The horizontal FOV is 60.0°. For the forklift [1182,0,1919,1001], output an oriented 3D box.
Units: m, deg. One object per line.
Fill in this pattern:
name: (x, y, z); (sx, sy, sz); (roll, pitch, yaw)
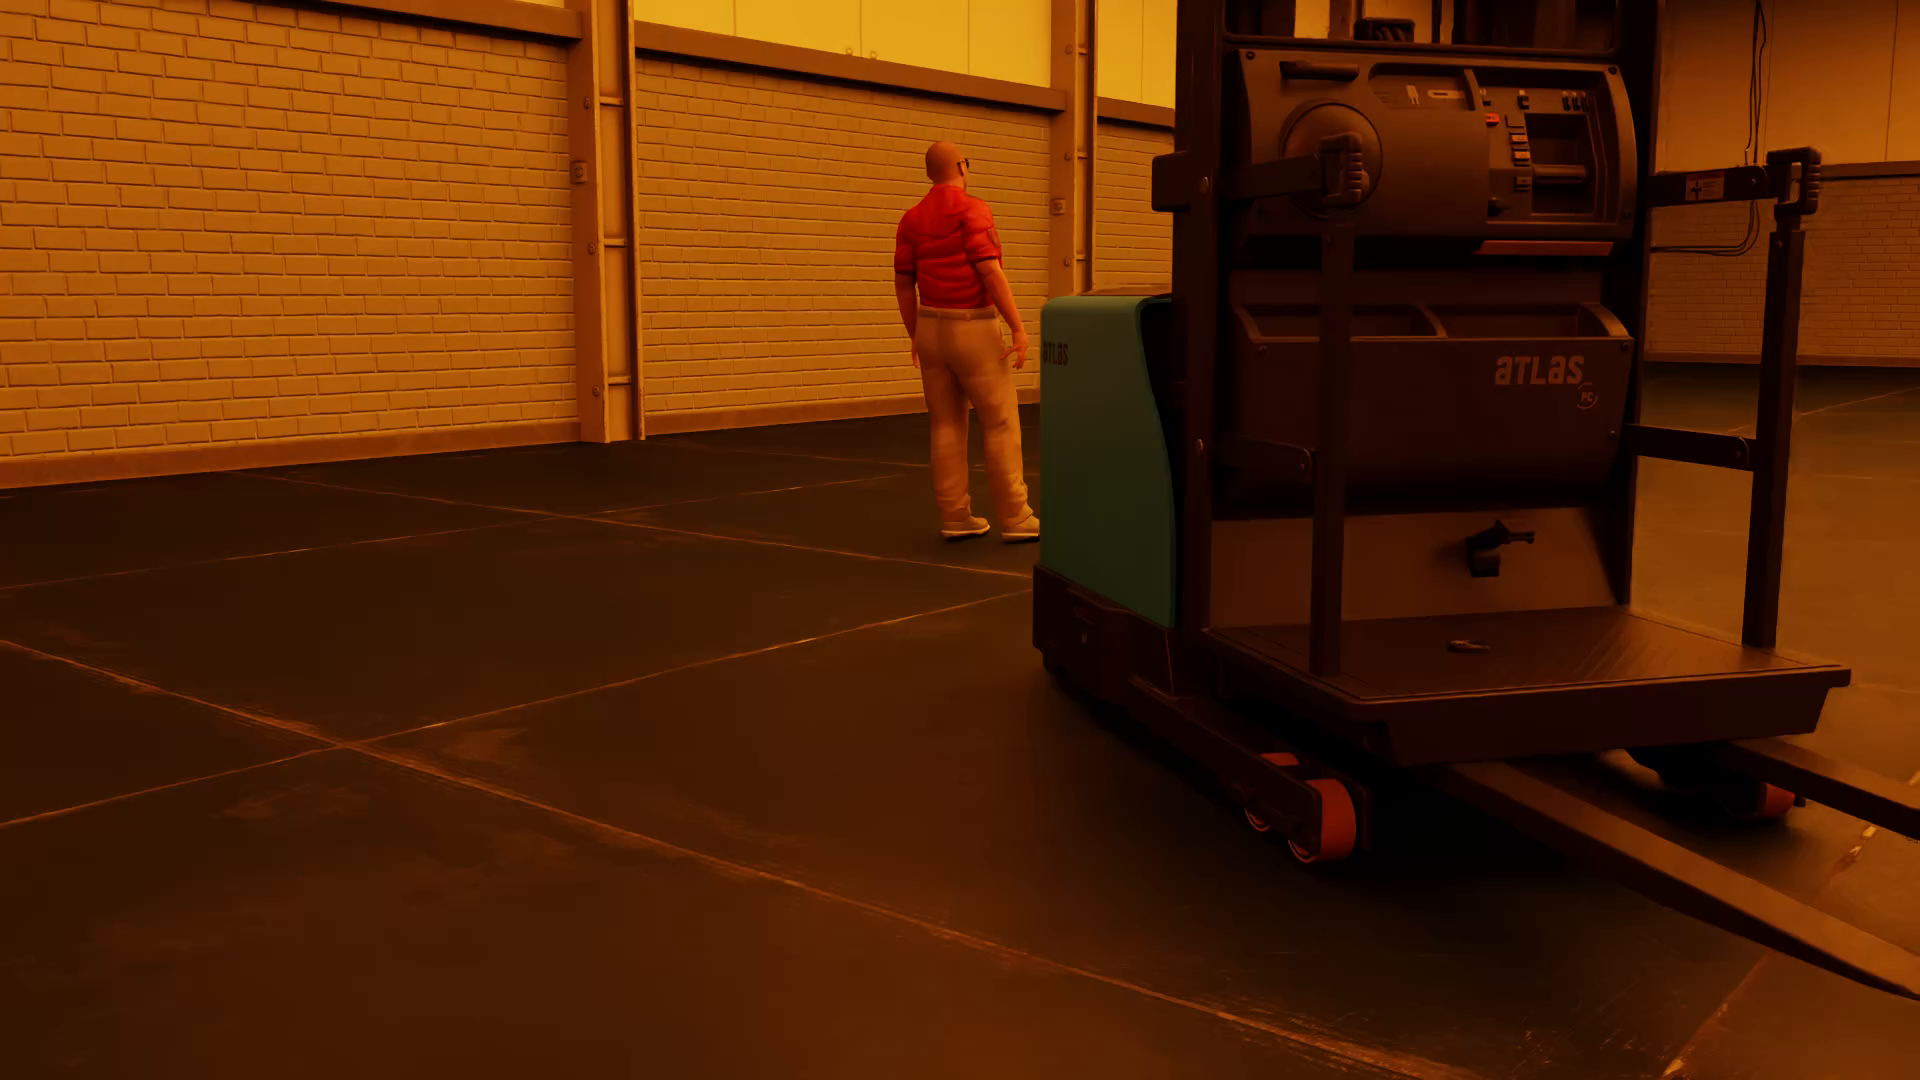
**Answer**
forklift: (1.122, -0.852, 3.323); (1.101, 2.867, 2.884); (-2, 9, -15)
